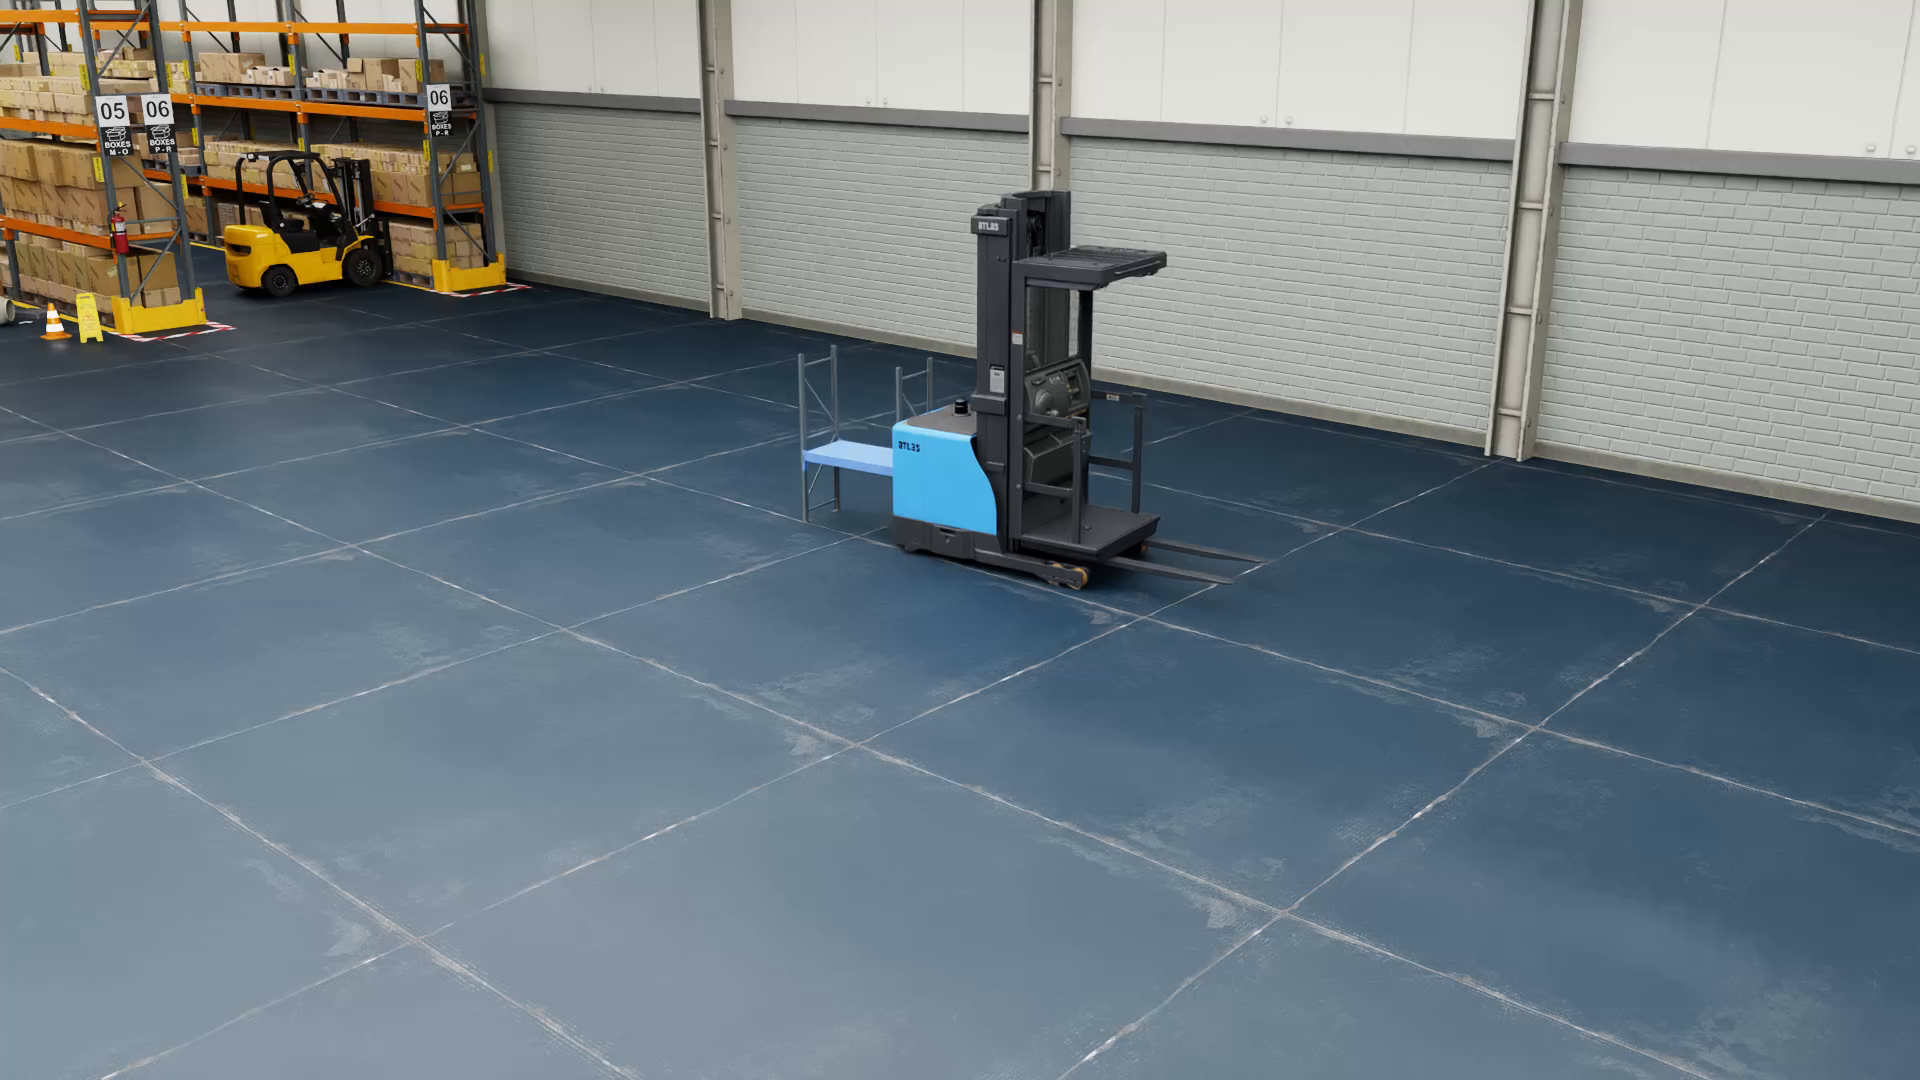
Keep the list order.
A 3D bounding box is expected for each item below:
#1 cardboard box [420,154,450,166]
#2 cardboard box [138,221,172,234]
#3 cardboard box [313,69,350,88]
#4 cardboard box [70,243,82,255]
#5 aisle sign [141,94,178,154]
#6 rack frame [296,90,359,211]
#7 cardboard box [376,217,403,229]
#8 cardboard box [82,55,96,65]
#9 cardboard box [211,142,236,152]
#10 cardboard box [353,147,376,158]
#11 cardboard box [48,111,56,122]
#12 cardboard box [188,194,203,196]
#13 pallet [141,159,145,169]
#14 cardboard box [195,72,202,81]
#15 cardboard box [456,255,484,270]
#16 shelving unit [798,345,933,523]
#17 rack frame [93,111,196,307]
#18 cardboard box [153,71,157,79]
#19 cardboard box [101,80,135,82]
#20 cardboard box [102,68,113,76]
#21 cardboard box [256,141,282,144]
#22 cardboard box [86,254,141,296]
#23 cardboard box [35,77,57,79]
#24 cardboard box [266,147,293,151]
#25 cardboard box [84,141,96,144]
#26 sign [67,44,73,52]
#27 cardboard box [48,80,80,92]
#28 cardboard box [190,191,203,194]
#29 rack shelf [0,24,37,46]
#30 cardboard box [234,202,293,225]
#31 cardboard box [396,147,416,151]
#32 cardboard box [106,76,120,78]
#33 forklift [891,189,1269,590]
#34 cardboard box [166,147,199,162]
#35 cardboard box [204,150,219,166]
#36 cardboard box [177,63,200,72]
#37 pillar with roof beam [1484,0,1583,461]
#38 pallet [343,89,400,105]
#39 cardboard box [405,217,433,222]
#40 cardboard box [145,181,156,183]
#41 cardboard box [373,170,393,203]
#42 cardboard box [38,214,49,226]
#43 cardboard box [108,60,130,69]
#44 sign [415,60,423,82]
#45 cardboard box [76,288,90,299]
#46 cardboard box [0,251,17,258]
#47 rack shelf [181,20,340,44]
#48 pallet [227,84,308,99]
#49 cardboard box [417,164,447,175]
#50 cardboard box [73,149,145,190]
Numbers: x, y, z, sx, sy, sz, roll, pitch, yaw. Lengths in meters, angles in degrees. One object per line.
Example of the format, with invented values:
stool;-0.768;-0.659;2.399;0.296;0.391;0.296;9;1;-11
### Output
cardboard box;-8.395;-6.080;26.581;0.250;0.149;0.380;15;23;39
cardboard box;-11.396;-4.428;23.522;0.250;0.149;0.380;15;23;39
cardboard box;-10.519;-7.773;27.974;0.500;0.311;0.500;16;23;40
cardboard box;-12.557;-4.201;23.929;0.250;0.149;0.380;16;23;40
aisle sign;-11.027;-5.730;22.910;0.004;0.787;0.394;15;23;39
rack frame;-10.979;-6.360;29.193;0.127;3.000;1.000;15;23;39
cardboard box;-9.683;-5.249;27.890;0.500;0.250;0.500;14;23;38
cardboard box;-17.500;-9.752;33.851;0.500;0.250;0.500;15;23;39
cardboard box;-13.728;-7.336;31.031;0.250;0.149;0.380;16;23;40
cardboard box;-9.922;-6.487;27.863;0.250;0.149;0.380;15;23;39
cardboard box;-12.671;-6.015;23.562;0.250;0.149;0.380;14;22;38
cardboard box;-15.068;-6.697;32.620;0.250;0.149;0.380;16;24;41
pallet;-16.438;-7.690;33.700;1.213;0.211;1.003;15;23;39
cardboard box;-13.912;-8.591;30.790;0.250;0.166;0.380;15;23;39
cardboard box;-8.225;-4.589;27.465;0.500;0.250;0.500;15;23;39
shelving unit;-0.801;-0.841;14.282;1.048;1.500;0.538;11;21;31
rack frame;-11.279;-4.433;23.122;0.127;3.000;1.000;15;23;39
cardboard box;-15.341;-8.993;32.118;0.250;0.149;0.380;16;24;41
cardboard box;-11.893;-6.419;23.518;0.250;0.149;0.380;15;23;39
cardboard box;-16.833;-9.314;33.099;0.250;0.149;0.380;15;23;40
cardboard box;-12.940;-7.374;31.150;0.250;0.149;0.380;14;23;38
cardboard box;-12.052;-3.782;23.682;0.500;0.500;0.500;15;23;40
cardboard box;-13.509;-6.805;24.733;0.250;0.149;0.380;16;23;41
cardboard box;-12.174;-6.934;29.763;0.250;0.149;0.380;14;23;38
cardboard box;-17.890;-8.181;34.687;0.500;0.250;0.500;15;23;39
sign;-19.571;-10.743;36.581;0.005;0.325;0.100;15;23;39
cardboard box;-12.611;-6.404;23.469;0.250;0.149;0.380;14;22;38
cardboard box;-15.157;-6.904;33.273;0.250;0.149;0.380;15;23;40
rack shelf;-15.767;-7.964;26.180;4.000;0.370;1.077;15;23;39
cardboard box;-13.020;-5.974;31.208;0.625;0.625;0.875;16;24;41
cardboard box;-9.235;-6.488;27.868;0.250;0.149;0.380;15;23;40
cardboard box;-17.490;-9.507;33.905;0.500;0.250;0.500;15;23;39
forklift;0.945;-1.196;13.034;3.031;2.935;1.130;11;21;31
cardboard box;-14.975;-7.431;32.120;0.500;0.250;0.500;14;22;37
cardboard box;-13.818;-7.180;31.198;0.500;0.250;0.500;15;23;39
cardboard box;-14.551;-8.932;31.436;0.250;0.149;0.380;14;22;37
pillar with roof beam;2.695;-4.172;12.381;0.400;9.000;9.100;15;23;39
pallet;-9.416;-7.337;27.460;1.213;0.211;1.003;15;23;39
cardboard box;-8.964;-5.265;27.940;0.500;0.250;0.500;15;23;39
cardboard box;-11.839;-4.884;23.884;0.500;0.500;0.500;16;24;41
cardboard box;-9.295;-5.853;27.431;0.500;0.500;0.500;14;23;38
cardboard box;-13.298;-4.722;24.446;0.250;0.149;0.380;15;23;40
cardboard box;-16.622;-9.409;32.905;0.250;0.149;0.380;14;23;38
sign;-8.358;-7.251;25.709;0.005;0.325;0.100;15;23;39
cardboard box;-12.445;-3.530;24.127;0.500;0.250;0.500;15;23;39
cardboard box;-15.205;-4.432;26.769;0.950;0.372;0.625;-17;24;-42
rack shelf;-12.475;-9.088;29.721;4.000;0.370;1.077;15;23;39
pallet;-12.566;-8.163;30.228;1.213;0.211;1.003;16;24;42
cardboard box;-8.433;-5.920;26.569;0.250;0.149;0.380;15;23;40
cardboard box;-11.806;-5.152;23.078;0.500;0.500;0.700;14;23;38
